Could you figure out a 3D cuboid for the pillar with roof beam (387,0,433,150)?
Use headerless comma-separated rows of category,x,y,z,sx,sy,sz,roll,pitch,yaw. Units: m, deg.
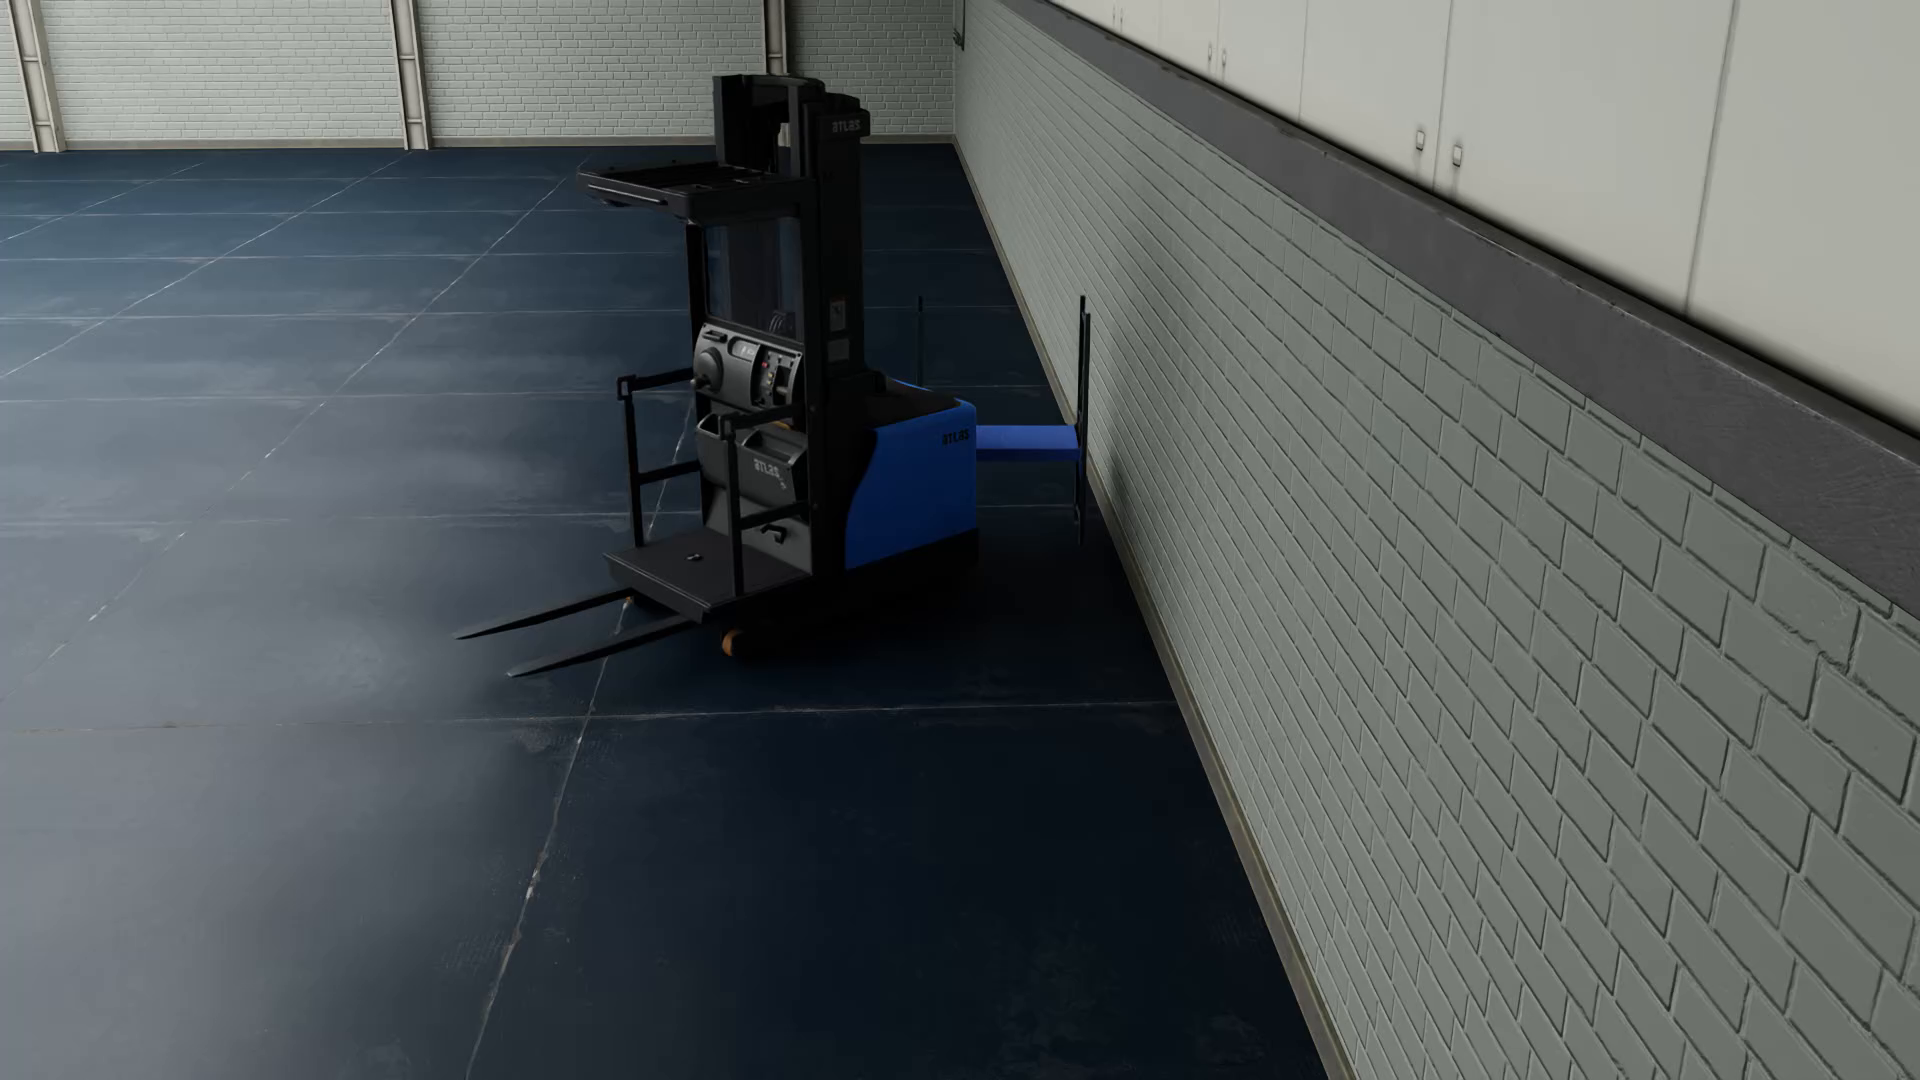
pillar with roof beam,-8.823,-9.244,22.253,0.400,9.000,9.100,-1,21,-3

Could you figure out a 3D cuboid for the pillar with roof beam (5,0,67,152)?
pillar with roof beam,-14.813,-9.122,21.933,0.400,9.000,9.100,-1,21,-3

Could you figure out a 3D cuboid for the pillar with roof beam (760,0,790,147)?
pillar with roof beam,-2.832,-9.366,22.573,0.400,9.000,9.100,-1,21,-3

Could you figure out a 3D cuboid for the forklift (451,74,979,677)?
forklift,-1.317,-0.936,8.959,3.031,2.935,1.130,-18,27,-39

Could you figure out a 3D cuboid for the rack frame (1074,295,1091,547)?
rack frame,0.769,-0.745,10.470,0.032,1.500,0.500,0,21,0

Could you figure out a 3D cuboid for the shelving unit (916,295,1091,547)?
shelving unit,0.261,-0.745,10.470,1.048,1.500,0.538,0,21,0

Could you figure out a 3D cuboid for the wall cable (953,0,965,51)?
wall cable,-0.062,-9.034,26.066,0.112,2.526,3.097,-1,21,-3

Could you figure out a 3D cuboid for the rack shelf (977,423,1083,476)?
rack shelf,0.261,-0.577,10.534,1.000,0.185,0.538,0,21,0

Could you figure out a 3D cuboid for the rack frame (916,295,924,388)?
rack frame,-0.247,-0.745,10.471,0.032,1.500,0.500,0,21,0
